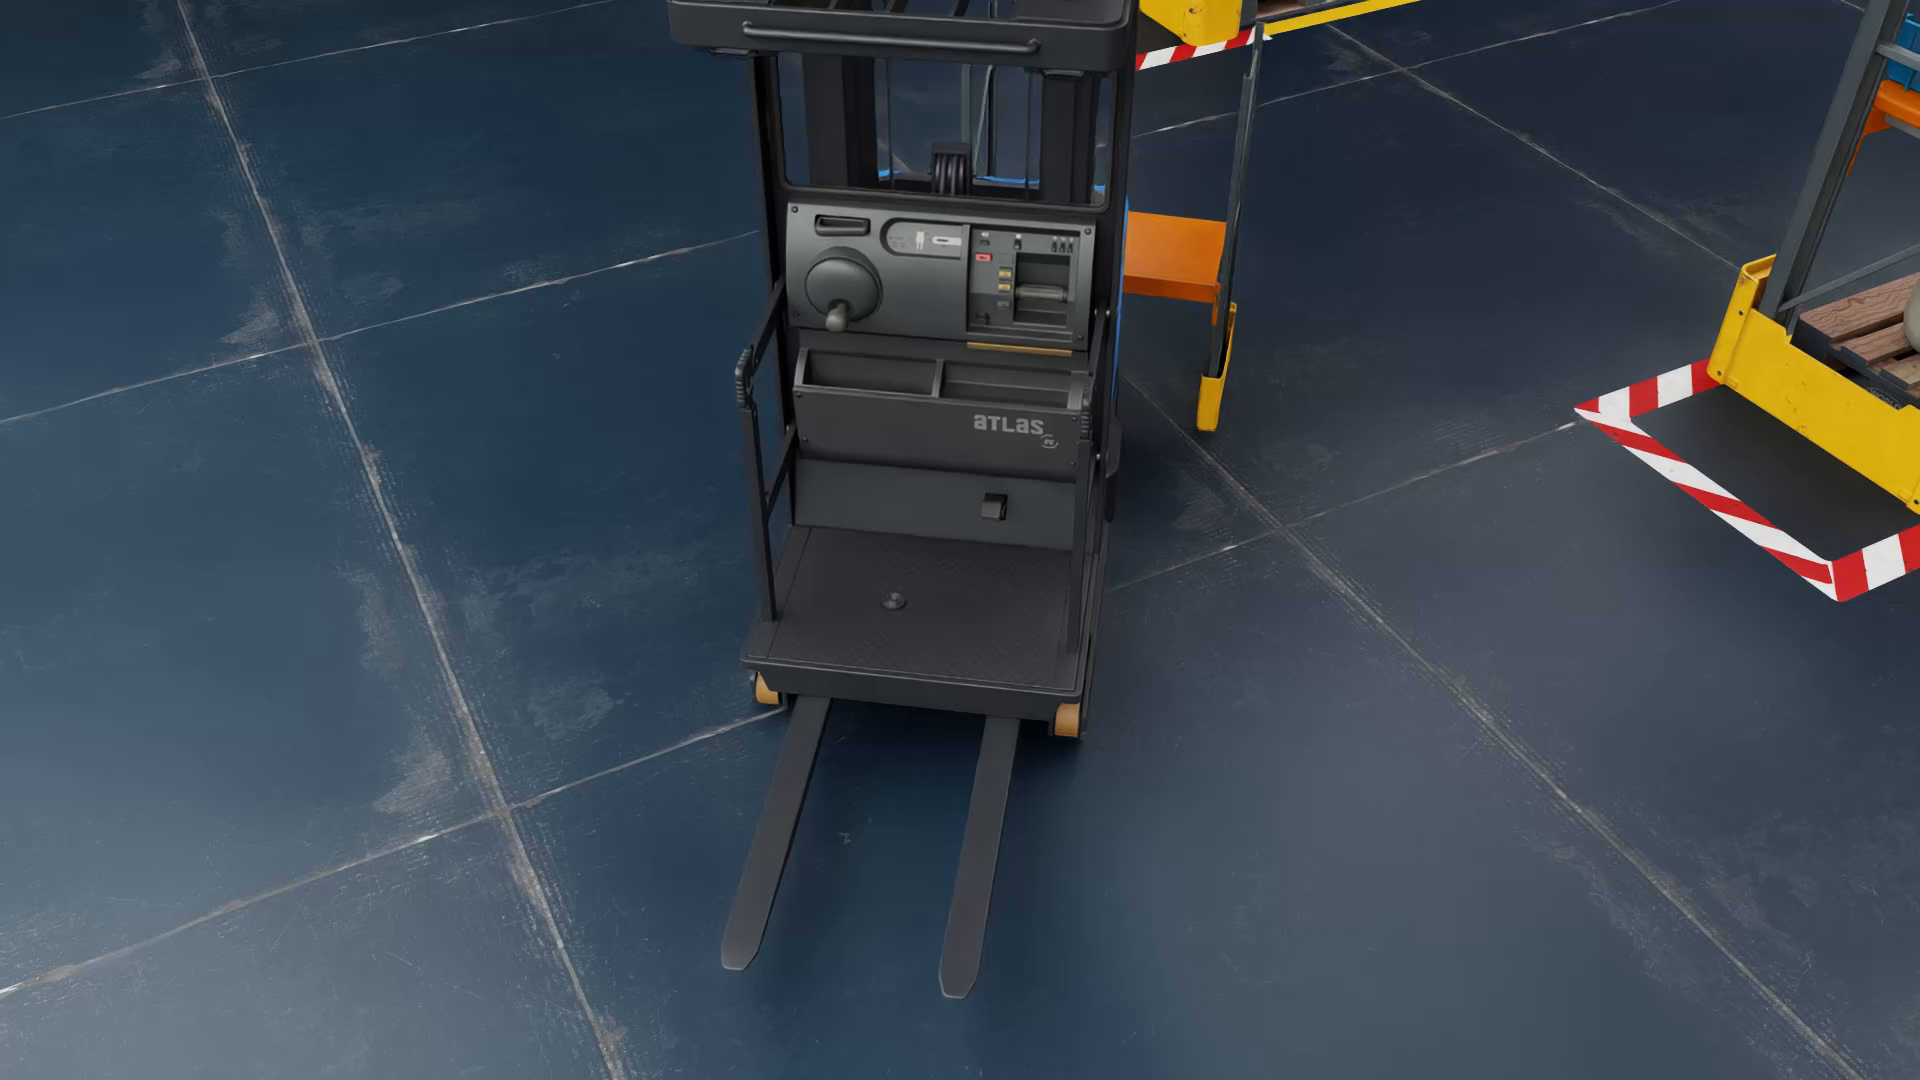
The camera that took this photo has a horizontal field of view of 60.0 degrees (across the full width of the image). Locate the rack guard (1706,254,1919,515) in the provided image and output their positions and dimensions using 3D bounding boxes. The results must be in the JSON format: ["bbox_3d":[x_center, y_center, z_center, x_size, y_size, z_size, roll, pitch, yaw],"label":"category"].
[{"bbox_3d":[3.585,-0.636,6.615,0.348,0.500,1.175,-19,44,-21],"label":"rack guard"}]

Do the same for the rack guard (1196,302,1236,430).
[{"bbox_3d":[1.067,-0.731,6.920,0.087,0.250,0.587,9,41,10],"label":"rack guard"}]

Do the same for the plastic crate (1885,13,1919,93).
[{"bbox_3d":[3.845,-1.805,6.175,0.616,0.251,0.499,-19,44,-21],"label":"plastic crate"}]

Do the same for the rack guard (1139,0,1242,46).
[{"bbox_3d":[1.233,-3.419,9.902,0.348,0.500,1.175,-19,44,-21],"label":"rack guard"}]

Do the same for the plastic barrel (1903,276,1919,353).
[{"bbox_3d":[4.087,-0.991,6.700,0.421,0.512,0.421,0,40,0],"label":"plastic barrel"}]

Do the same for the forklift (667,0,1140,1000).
[{"bbox_3d":[-0.093,-0.718,4.830,1.130,2.935,3.031,6,41,6],"label":"forklift"}]

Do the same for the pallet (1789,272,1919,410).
[{"bbox_3d":[4.308,-0.765,6.991,1.213,0.211,1.003,-19,44,-21],"label":"pallet"}]

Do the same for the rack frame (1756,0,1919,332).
[{"bbox_3d":[3.539,-1.541,5.748,0.127,3.000,1.000,-19,44,-21],"label":"rack frame"}]

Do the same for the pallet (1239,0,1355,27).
[{"bbox_3d":[1.913,-3.568,10.302,1.213,0.211,1.003,-19,44,-21],"label":"pallet"}]

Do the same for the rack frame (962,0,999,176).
[{"bbox_3d":[0.078,-1.356,6.691,0.032,1.500,0.500,9,41,10],"label":"rack frame"}]

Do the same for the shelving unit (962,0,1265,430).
[{"bbox_3d":[0.582,-1.281,6.602,1.083,1.500,0.587,9,41,10],"label":"shelving unit"}]

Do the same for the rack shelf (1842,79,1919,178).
[{"bbox_3d":[5.313,-1.863,6.686,4.000,0.370,1.077,-19,44,-21],"label":"rack shelf"}]

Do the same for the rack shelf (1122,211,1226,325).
[{"bbox_3d":[0.573,-1.145,6.720,1.000,0.185,0.538,9,41,10],"label":"rack shelf"}]

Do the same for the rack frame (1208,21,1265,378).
[{"bbox_3d":[1.068,-1.208,6.516,0.032,1.500,0.500,9,41,10],"label":"rack frame"}]
